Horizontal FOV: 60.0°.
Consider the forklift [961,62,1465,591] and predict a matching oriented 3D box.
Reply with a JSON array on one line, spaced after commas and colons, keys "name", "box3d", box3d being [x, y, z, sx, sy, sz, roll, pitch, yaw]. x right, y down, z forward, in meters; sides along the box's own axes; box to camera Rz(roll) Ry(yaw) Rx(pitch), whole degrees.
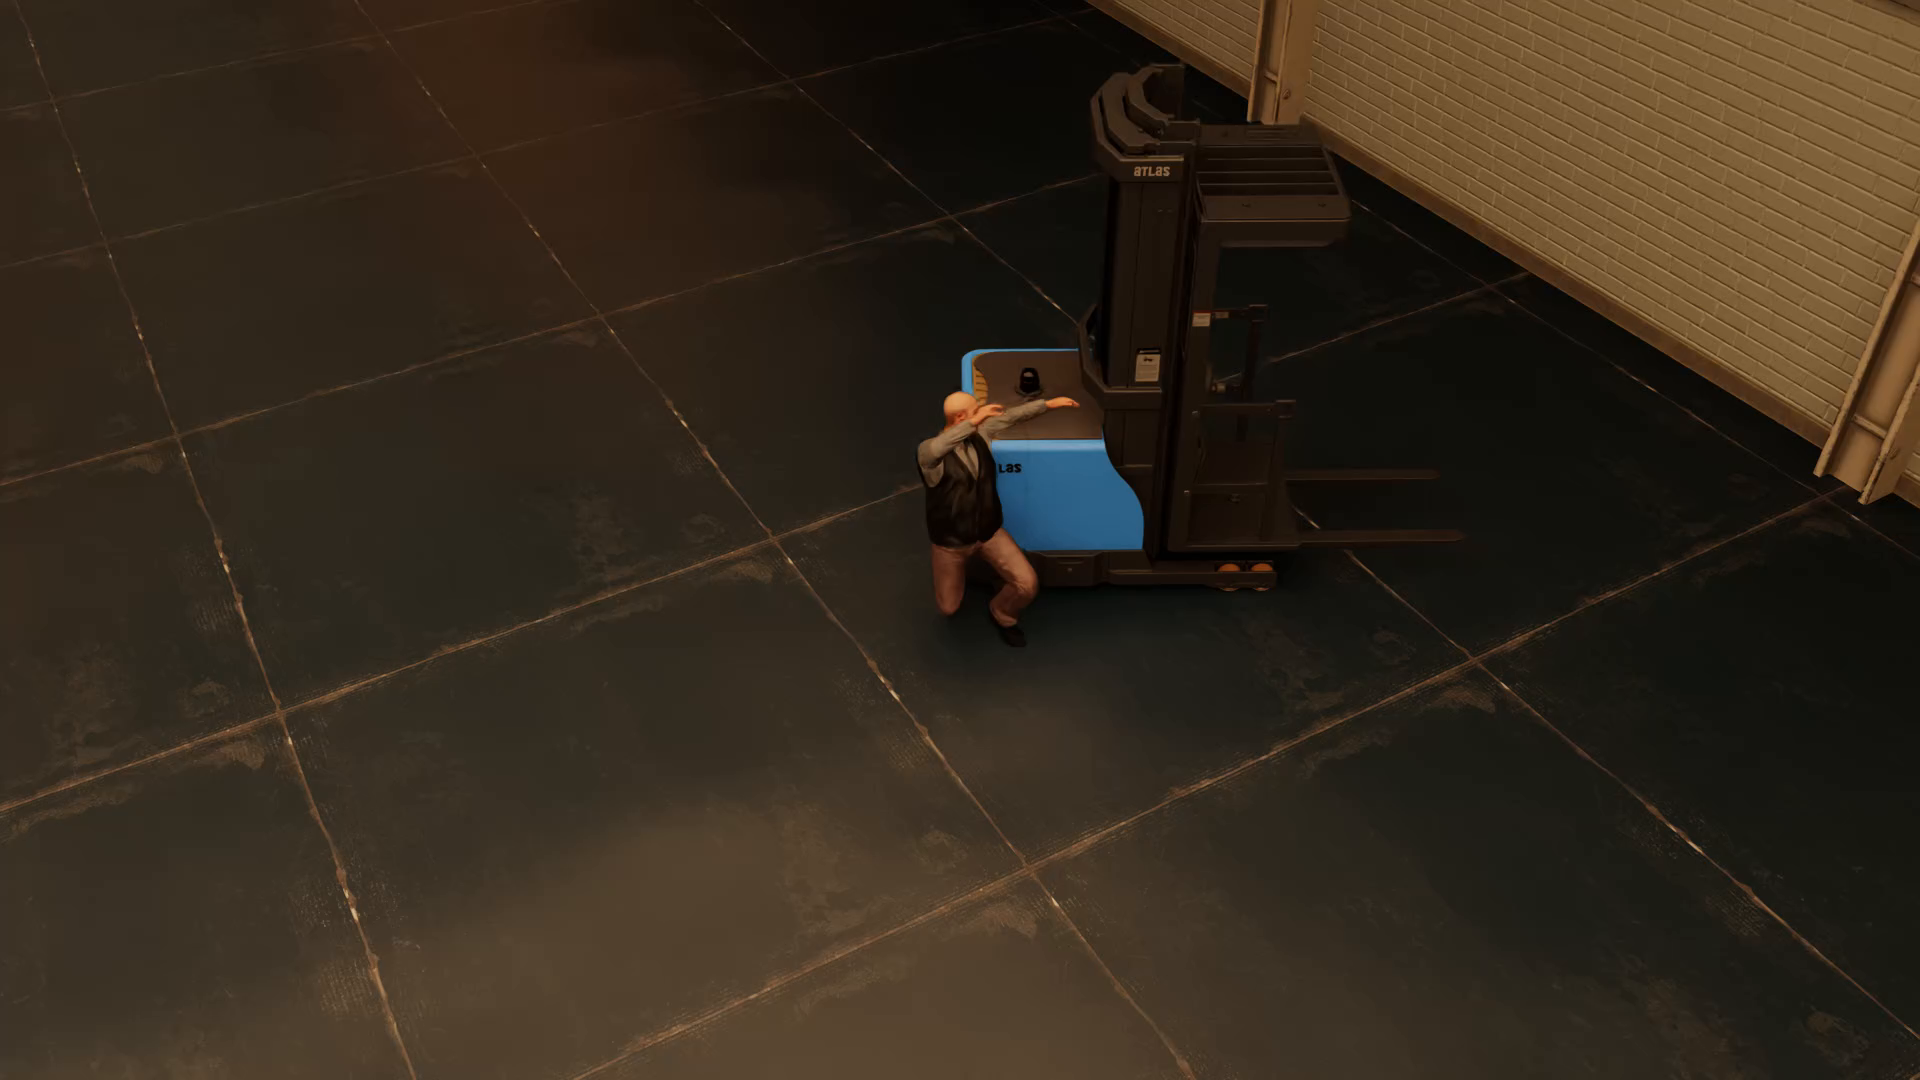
[{"name": "forklift", "box3d": [1.517, -1.163, 9.438, 3.031, 2.935, 1.130, -1, 40, -1]}]

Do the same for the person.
[{"name": "person", "box3d": [0.323, -0.158, 9.355, 1.065, 1.551, 0.873, -17, 43, -19]}]
